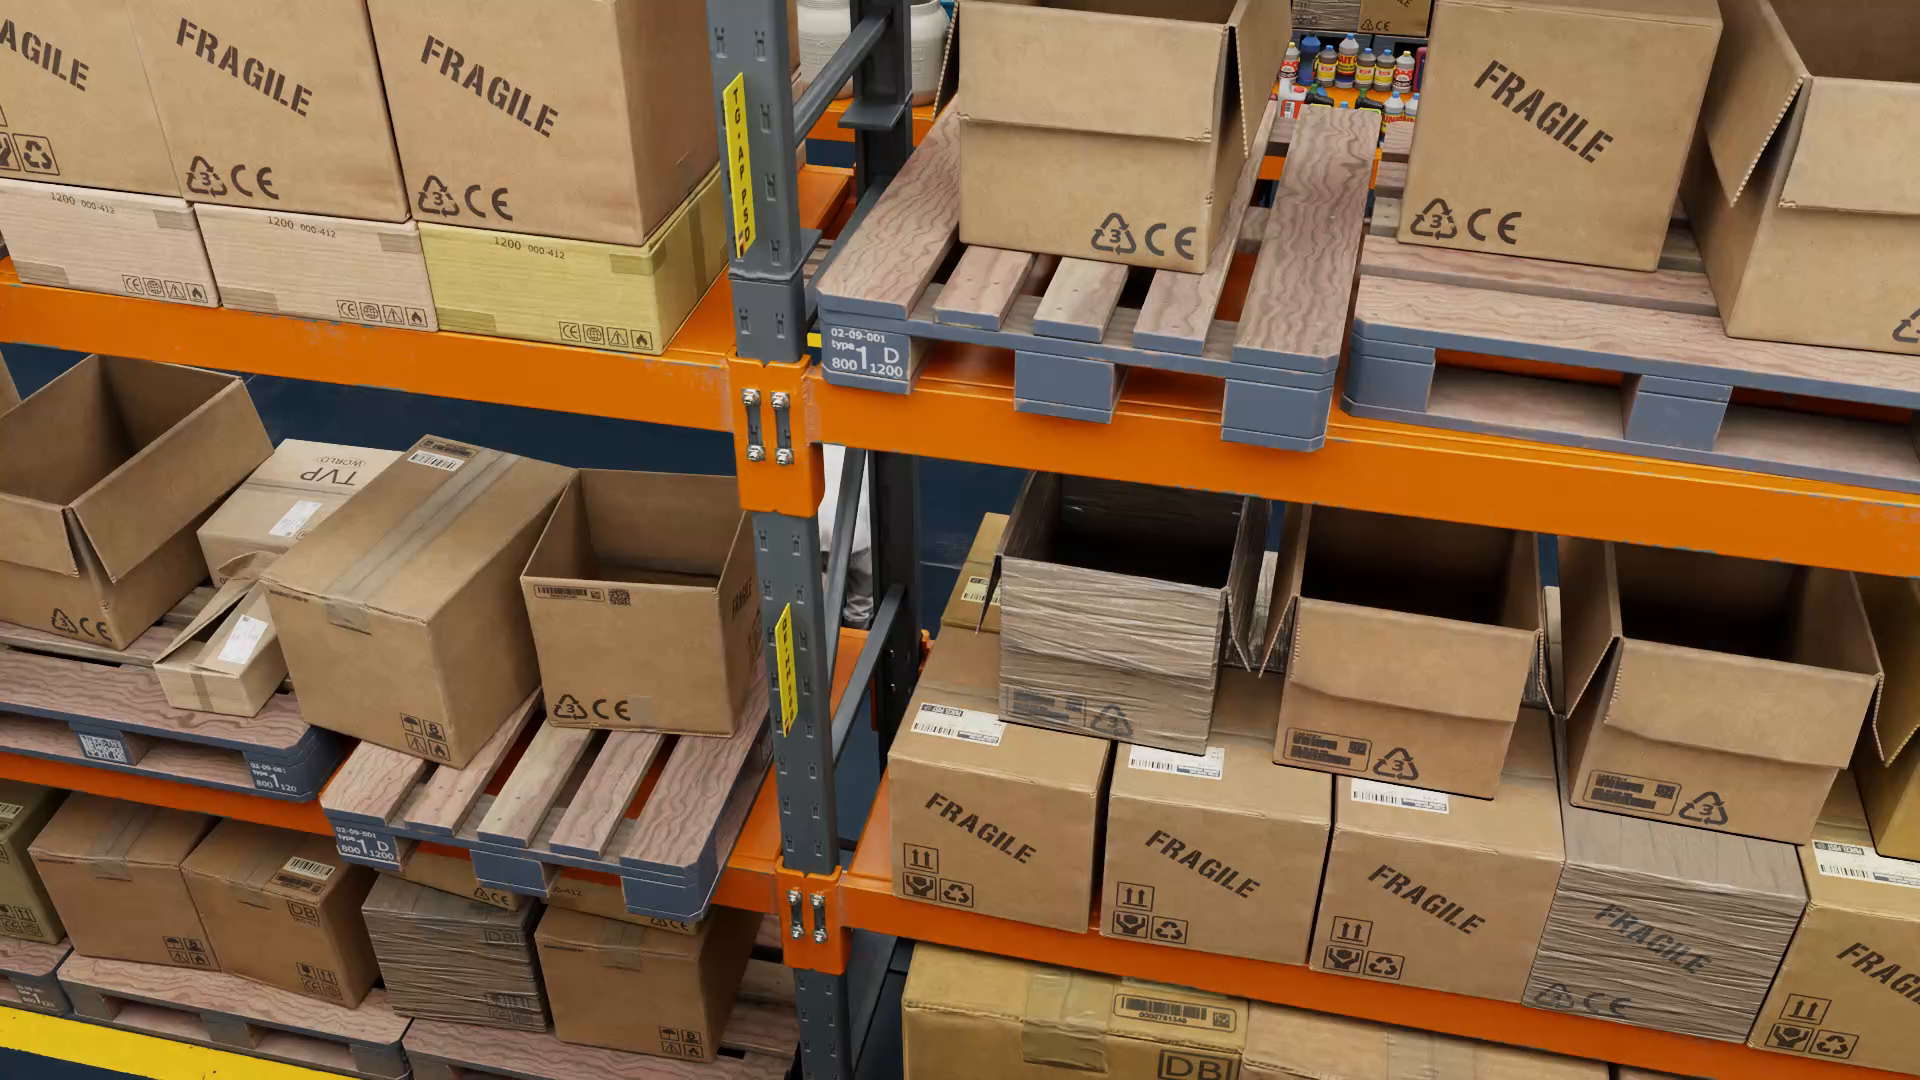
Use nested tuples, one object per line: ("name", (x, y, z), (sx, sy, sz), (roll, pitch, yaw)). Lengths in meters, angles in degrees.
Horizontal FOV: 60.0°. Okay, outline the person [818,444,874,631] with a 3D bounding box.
("person", (-0.519, -0.132, 6.990), (0.526, 0.986, 0.928), (6, 37, 8))
